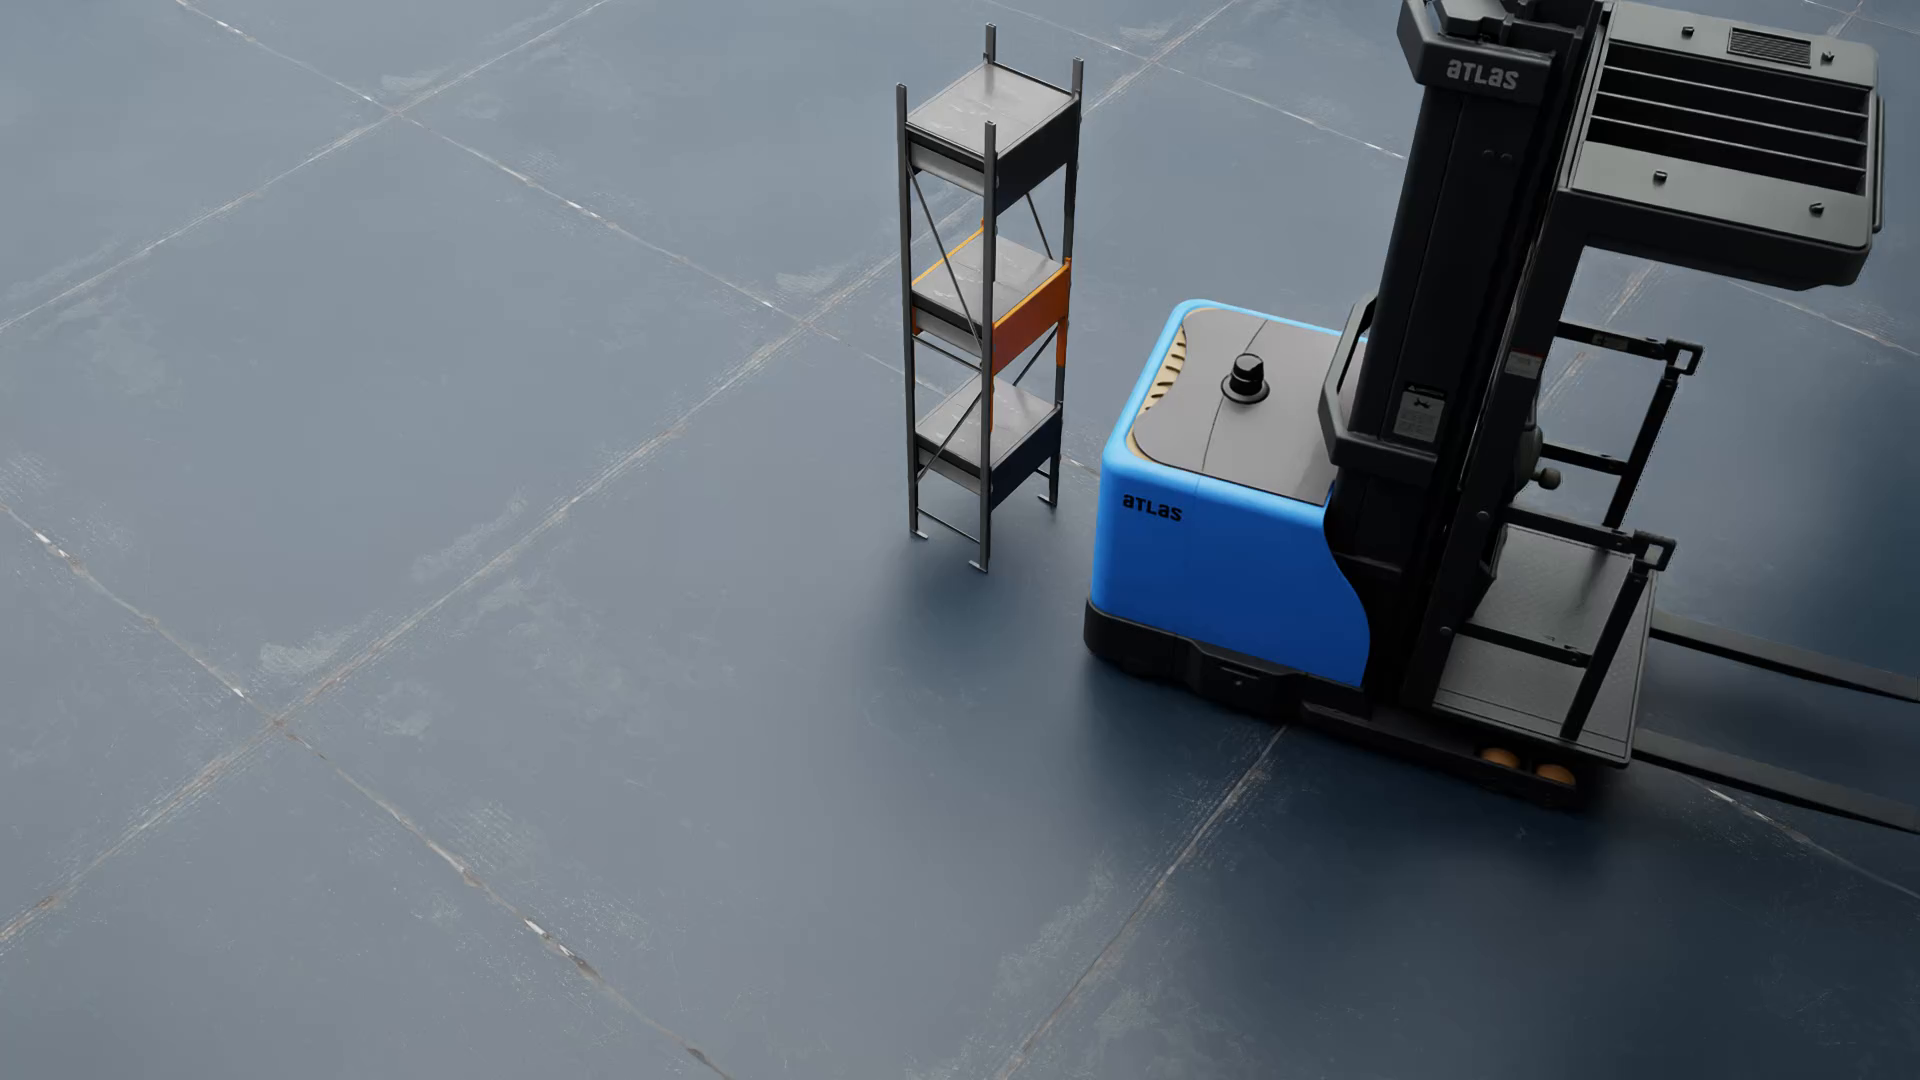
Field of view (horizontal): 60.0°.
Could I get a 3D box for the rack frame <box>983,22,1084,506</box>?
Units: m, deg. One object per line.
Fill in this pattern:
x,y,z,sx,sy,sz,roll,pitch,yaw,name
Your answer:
0.250,-0.960,6.379,0.400,2.100,0.015,29,53,25,rack frame

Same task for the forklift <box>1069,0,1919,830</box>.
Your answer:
1.994,-0.503,5.368,3.031,2.935,1.130,16,48,15,forklift

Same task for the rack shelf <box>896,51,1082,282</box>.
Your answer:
0.101,-1.294,5.750,0.431,0.518,0.480,29,53,25,rack shelf

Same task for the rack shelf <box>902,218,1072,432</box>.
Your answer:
0.101,-0.811,6.256,0.431,0.518,0.480,29,53,25,rack shelf

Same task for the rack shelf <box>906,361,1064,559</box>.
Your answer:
0.101,-0.327,6.762,0.431,0.518,0.480,29,53,25,rack shelf

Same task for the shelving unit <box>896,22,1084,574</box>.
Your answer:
0.101,-0.820,6.246,0.431,2.100,0.503,29,53,25,shelving unit

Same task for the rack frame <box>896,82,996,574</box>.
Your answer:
-0.048,-0.680,6.113,0.400,2.100,0.015,29,53,25,rack frame
